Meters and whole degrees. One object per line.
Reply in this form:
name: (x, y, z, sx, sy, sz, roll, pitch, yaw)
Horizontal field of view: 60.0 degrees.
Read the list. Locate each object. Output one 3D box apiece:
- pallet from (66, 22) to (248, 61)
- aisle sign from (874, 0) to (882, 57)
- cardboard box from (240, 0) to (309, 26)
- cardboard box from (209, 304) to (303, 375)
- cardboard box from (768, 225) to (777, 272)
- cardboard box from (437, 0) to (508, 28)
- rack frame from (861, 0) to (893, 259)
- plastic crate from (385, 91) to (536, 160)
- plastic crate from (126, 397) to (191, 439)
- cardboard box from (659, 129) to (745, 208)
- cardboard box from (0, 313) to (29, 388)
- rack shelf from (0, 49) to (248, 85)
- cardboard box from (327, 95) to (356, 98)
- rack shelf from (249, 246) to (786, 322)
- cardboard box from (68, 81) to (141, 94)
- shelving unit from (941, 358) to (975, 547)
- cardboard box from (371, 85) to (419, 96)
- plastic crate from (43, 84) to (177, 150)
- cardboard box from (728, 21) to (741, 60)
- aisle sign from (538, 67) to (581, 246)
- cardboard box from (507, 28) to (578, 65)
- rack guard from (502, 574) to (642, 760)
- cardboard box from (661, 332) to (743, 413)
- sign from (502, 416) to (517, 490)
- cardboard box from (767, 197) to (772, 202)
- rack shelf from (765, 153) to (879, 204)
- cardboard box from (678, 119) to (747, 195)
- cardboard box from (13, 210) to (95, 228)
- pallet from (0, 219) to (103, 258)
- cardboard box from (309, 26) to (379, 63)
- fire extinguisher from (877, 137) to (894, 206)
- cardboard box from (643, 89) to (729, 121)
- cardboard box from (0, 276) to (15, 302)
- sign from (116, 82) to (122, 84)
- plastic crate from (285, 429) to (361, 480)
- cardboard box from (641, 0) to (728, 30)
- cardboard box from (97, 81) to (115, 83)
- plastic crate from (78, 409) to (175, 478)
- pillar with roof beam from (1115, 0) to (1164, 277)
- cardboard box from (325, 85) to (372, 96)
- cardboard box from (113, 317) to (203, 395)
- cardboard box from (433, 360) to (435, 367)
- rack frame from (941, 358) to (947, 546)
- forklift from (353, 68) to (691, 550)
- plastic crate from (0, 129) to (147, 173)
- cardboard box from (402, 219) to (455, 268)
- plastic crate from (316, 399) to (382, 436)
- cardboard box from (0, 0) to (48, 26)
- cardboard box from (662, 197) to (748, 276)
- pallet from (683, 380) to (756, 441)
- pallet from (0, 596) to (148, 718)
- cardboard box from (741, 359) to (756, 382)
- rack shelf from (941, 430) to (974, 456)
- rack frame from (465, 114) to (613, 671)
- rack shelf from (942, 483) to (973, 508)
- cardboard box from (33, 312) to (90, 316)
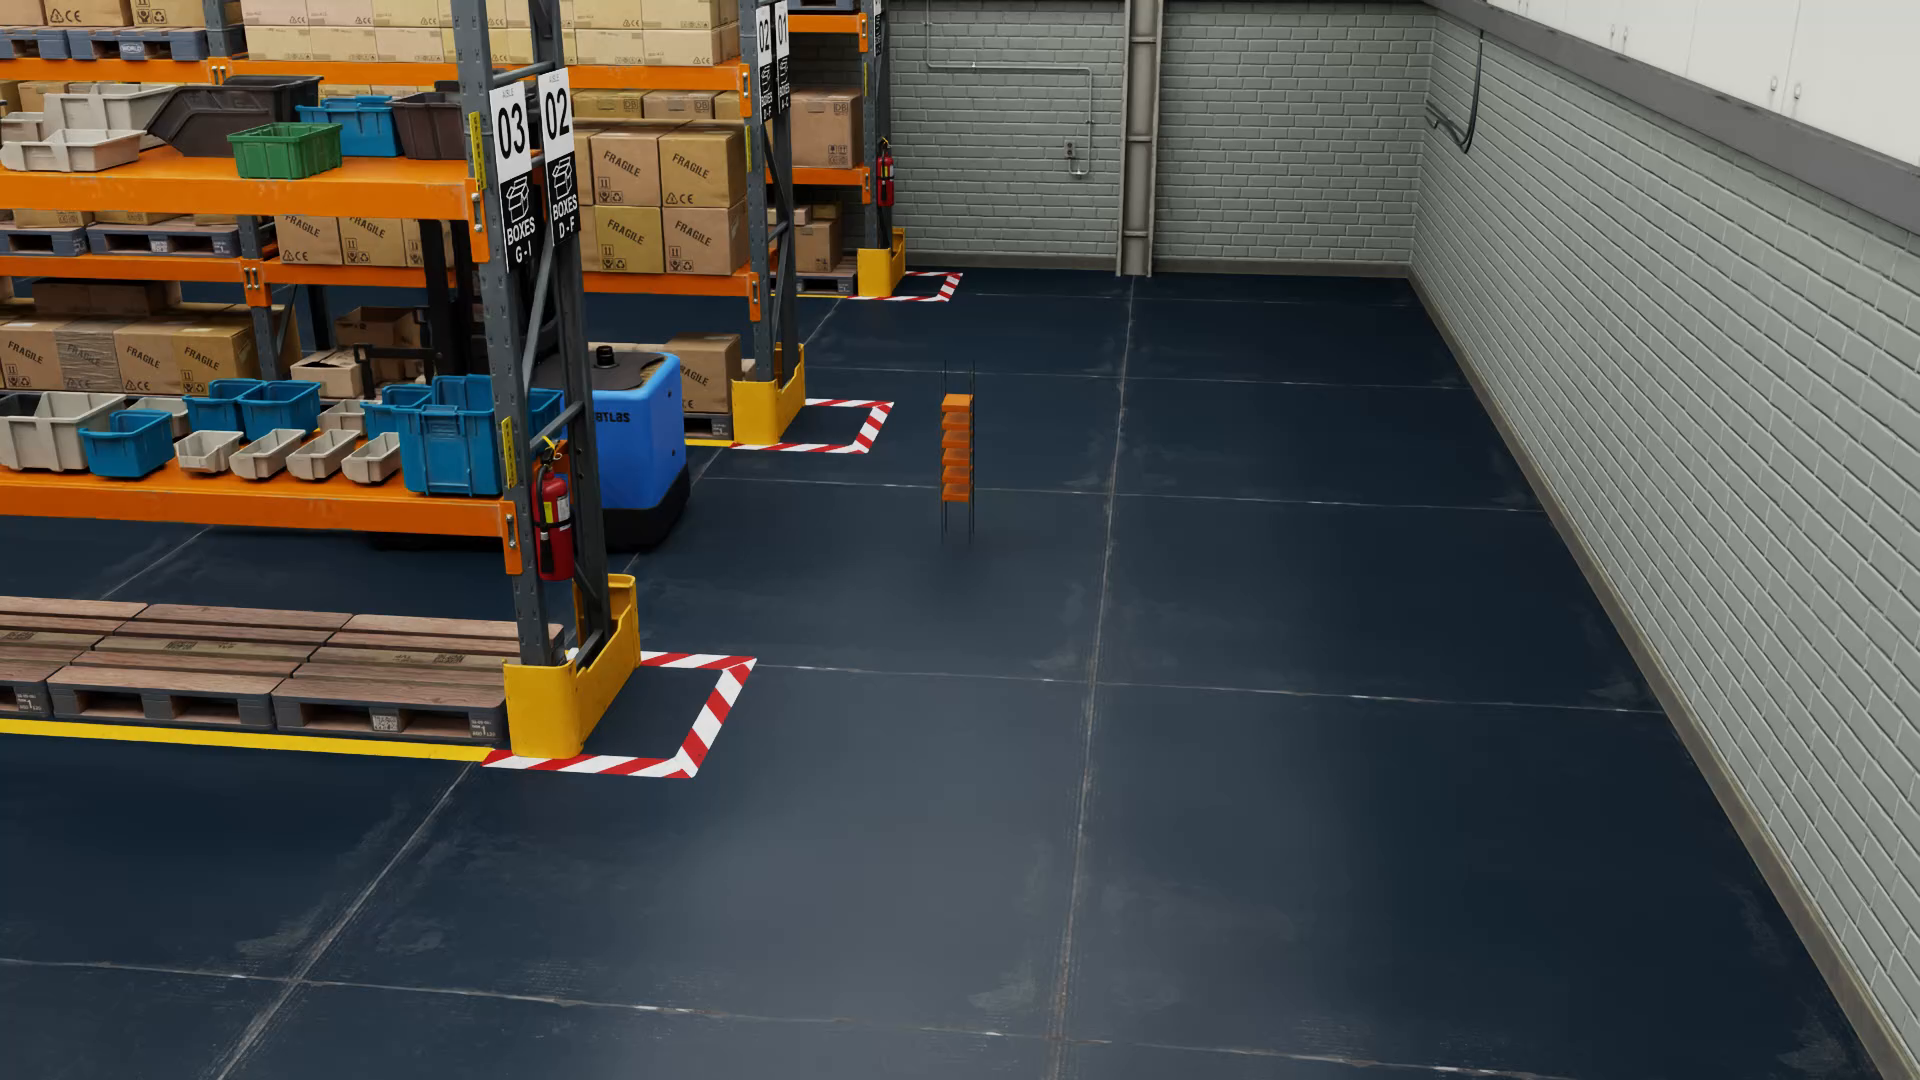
pallet: (-6.049, -3.870, 12.823, 1.003, 0.211, 1.213, 2, 22, 6)
aisle sign: (-0.822, -5.240, 16.579, 0.004, 0.787, 0.394, 2, 22, 6)
cardboard box: (-4.956, -3.954, 12.306, 0.500, 0.250, 0.500, 2, 22, 6)
cardboard box: (-5.861, -1.660, 13.861, 0.500, 0.500, 0.500, 2, 22, 4)
cardboard box: (-2.062, -3.192, 17.763, 0.500, 0.500, 0.700, 2, 22, 6)
cardboard box: (-3.468, -3.886, 12.133, 0.500, 0.250, 0.500, 2, 22, 6)
rack frame: (-0.858, -4.144, 17.342, 0.127, 3.000, 1.000, 2, 22, 6)
plastic crate: (-2.374, -1.979, 7.965, 0.590, 0.269, 0.497, 2, 22, 6)
plastic crate: (-4.232, -0.640, 8.755, 0.466, 0.136, 0.293, 2, 22, 6)
cardboard box: (-1.912, -2.765, 12.359, 0.500, 0.500, 0.500, 2, 22, 6)
cardboard box: (-7.945, -1.555, 13.595, 0.500, 0.500, 0.500, 2, 22, 6)
rack shelf: (-7.396, -3.655, 13.004, 4.000, 0.370, 1.077, 2, 22, 6)
cardboard box: (-6.324, -4.482, 17.630, 0.500, 0.500, 0.500, 3, 22, 6)
rack shelf: (-3.424, -2.087, 13.118, 4.000, 0.370, 1.077, 2, 22, 6)
cardboard box: (-9.271, -4.758, 18.160, 0.500, 0.500, 0.700, 0, 22, 0)
shelving unit: (-0.014, -0.559, 10.721, 0.189, 1.200, 0.258, 2, 22, 6)
cardboard box: (-5.831, -4.812, 17.444, 0.500, 0.250, 0.500, 3, 22, 7)
plastic crate: (-4.189, -2.075, 8.190, 0.530, 0.282, 0.437, 2, 22, 6)
cardboard box: (-1.918, -3.775, 12.534, 0.500, 0.250, 0.500, 2, 22, 6)
aisle sign: (-1.918, -1.841, 7.981, 0.004, 0.787, 0.394, 2, 22, 6)
cardboard box: (-2.972, -3.629, 12.163, 0.500, 0.250, 0.500, 2, 22, 6)
rack guard: (-1.999, 0.632, 8.661, 0.348, 0.500, 1.175, 2, 22, 6)
cardboard box: (-2.006, -1.311, 12.977, 0.500, 0.500, 0.500, 2, 22, 6)
sign: (-2.073, -0.401, 7.653, 0.005, 0.325, 0.100, 2, 22, 6)
cardboard box: (-2.169, -3.572, 17.842, 0.250, 0.149, 0.380, 3, 22, 7)
rack shelf: (-2.844, -3.896, 17.693, 4.000, 0.370, 1.077, 2, 22, 6)
cardboard box: (-1.847, -2.962, 12.856, 0.500, 0.500, 0.500, 3, 22, 8)
cardboard box: (-7.171, -2.804, 13.245, 0.500, 0.500, 0.700, -3, 22, -7)
pallet: (-7.450, -2.510, 13.469, 1.213, 0.211, 1.003, 2, 22, 6)
cardboard box: (-4.460, -3.699, 12.340, 0.500, 0.250, 0.500, 2, 22, 6)
fire extinguisher: (-0.763, -3.759, 16.982, 0.183, 0.674, 0.296, 2, 22, 6)
cardboard box: (-2.846, -4.366, 17.494, 0.700, 0.700, 0.980, 1, 22, 4)
cardboard box: (-8.369, -2.116, 13.995, 0.500, 0.250, 0.500, 3, 22, 8)
sign: (-8.857, -4.793, 17.517, 0.005, 0.325, 0.100, 2, 22, 6)
plastic crate: (-3.141, -0.419, 8.197, 0.243, 0.136, 0.396, 2, 22, 6)
cardboard box: (-1.978, -3.822, 11.971, 0.500, 0.250, 0.500, 2, 22, 6)
cardboard box: (-9.149, -5.047, 18.009, 0.250, 0.149, 0.380, 0, 22, -1)
plastic crate: (-4.094, -0.472, 8.200, 0.300, 0.233, 0.416, 2, 22, 6)
pillar with roof beam: (1.418, -5.561, 12.766, 0.400, 9.000, 9.100, 2, 22, 6)
cardboard box: (-6.338, -4.834, 17.500, 0.500, 0.250, 0.500, 3, 22, 7)
cardboard box: (-6.423, -1.492, 13.434, 0.500, 0.500, 0.500, 3, 22, 6)
cardboard box: (-4.066, -1.509, 13.735, 0.500, 0.311, 0.500, 2, 22, 6)
rack frame: (-0.105, -0.563, 10.731, 0.006, 1.200, 0.240, 2, 22, 6)
forklift: (-3.412, -1.494, 10.732, 3.031, 2.935, 1.130, 1, 22, 4)
plastic crate: (-4.105, -1.798, 7.686, 0.530, 0.136, 0.437, 2, 22, 6)
cardboard box: (-3.930, -2.390, 12.768, 0.500, 0.500, 0.500, 2, 22, 6)
plastic crate: (-3.213, -0.636, 8.747, 0.298, 0.136, 0.250, 2, 22, 6)
cardboard box: (-7.226, -4.297, 12.805, 0.600, 0.600, 0.600, 2, 22, 4)
cardboard box: (-1.914, -2.302, 12.546, 0.500, 0.500, 0.500, 3, 22, 8)
pallet: (-2.305, -1.076, 13.374, 1.213, 0.211, 1.003, 2, 22, 6)
pallet: (-5.262, 0.615, 9.098, 1.213, 0.211, 1.003, 2, 22, 6)
cardboard box: (-1.813, -1.358, 13.573, 0.250, 0.149, 0.380, 2, 22, 6)
rack shelf: (-0.014, -0.629, 10.693, 0.180, 0.103, 0.258, 2, 22, 6)
rack frame: (-2.024, -0.527, 8.192, 0.127, 3.000, 1.000, 2, 22, 6)
rack shelf: (-0.014, -0.294, 10.825, 0.180, 0.103, 0.258, 2, 22, 6)
cardboard box: (-7.390, -1.726, 14.026, 0.500, 0.500, 0.500, 2, 22, 4)
